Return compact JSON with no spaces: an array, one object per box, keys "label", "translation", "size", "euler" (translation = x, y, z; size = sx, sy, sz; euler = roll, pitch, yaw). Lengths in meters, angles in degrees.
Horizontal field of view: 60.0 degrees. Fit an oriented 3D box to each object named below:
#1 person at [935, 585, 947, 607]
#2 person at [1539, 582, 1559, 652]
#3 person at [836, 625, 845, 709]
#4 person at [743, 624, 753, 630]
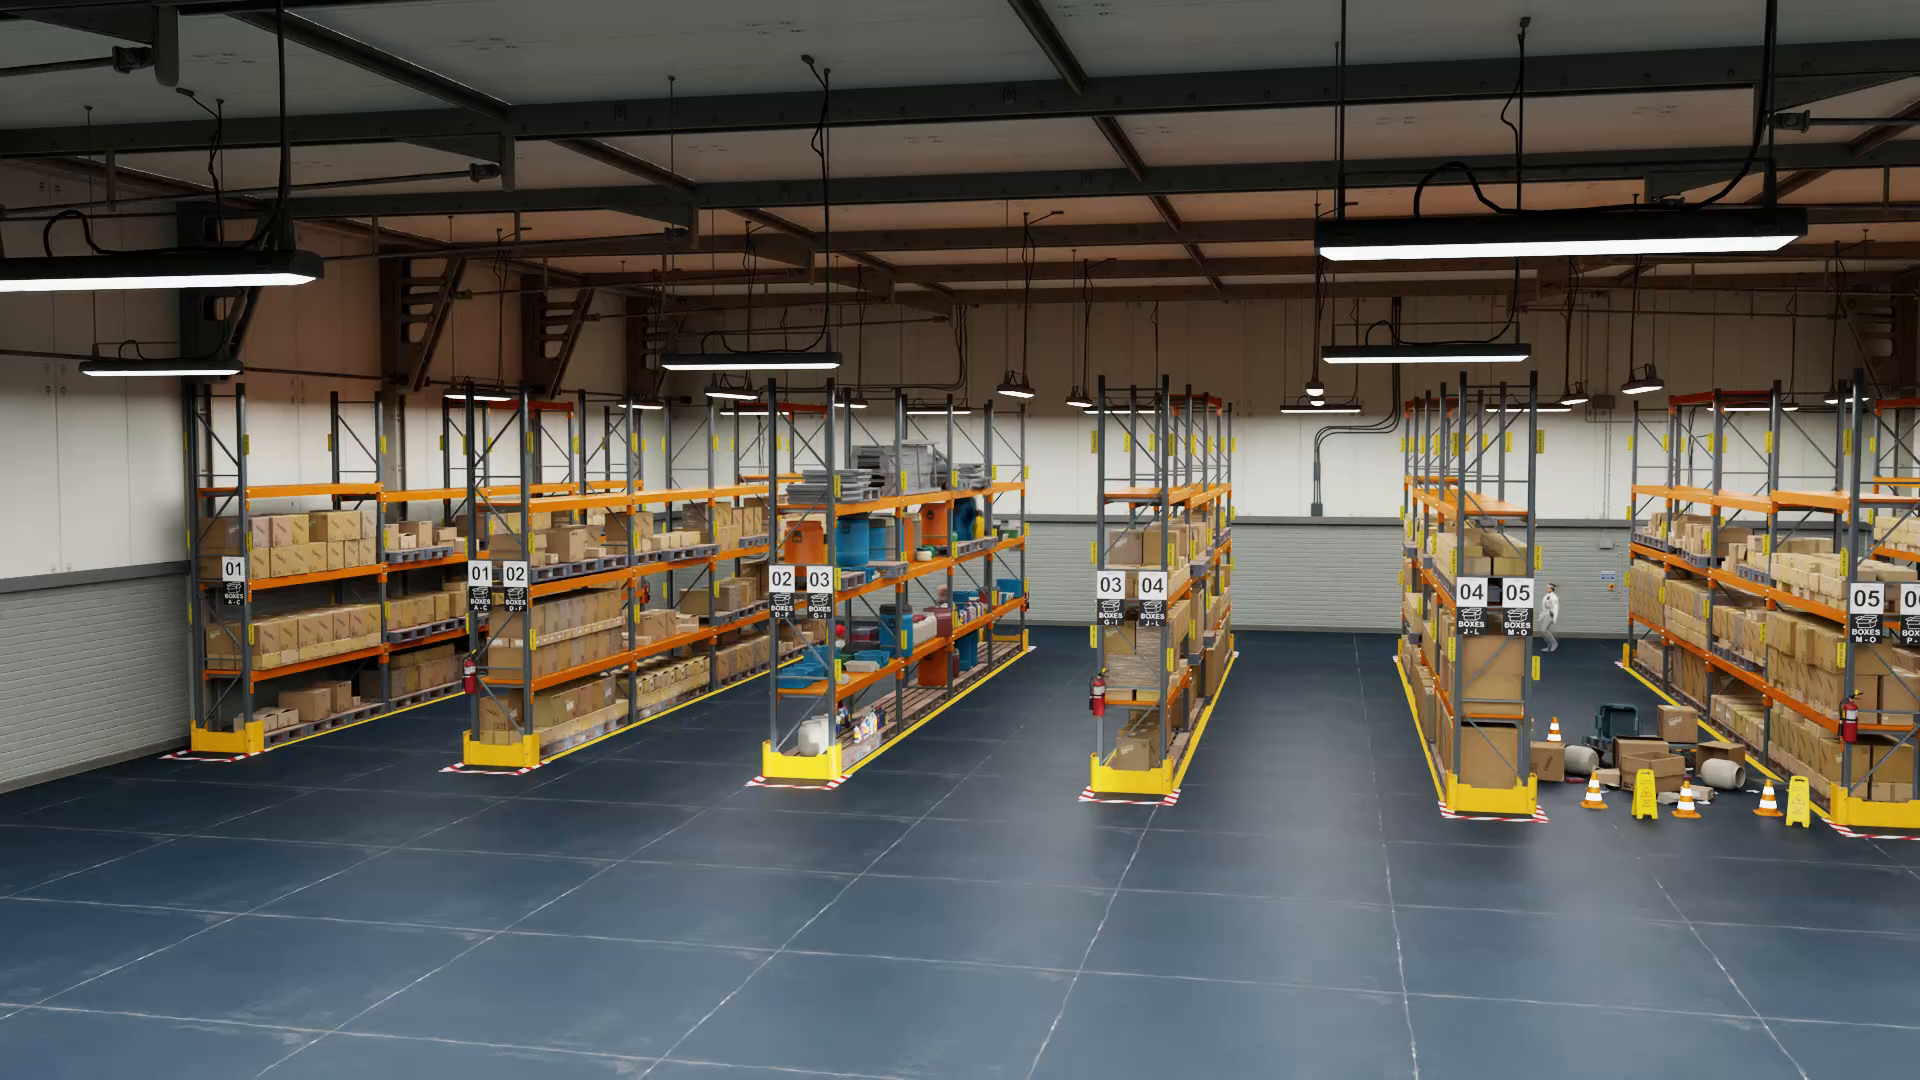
[{"label":"person","translation":[-0.499,1.932,38.493],"size":[0.558,1.798,0.694],"euler":[-1,3,-10]},{"label":"person","translation":[14.183,1.852,40.092],"size":[0.431,1.683,0.481],"euler":[0,3,-3]},{"label":"person","translation":[-2.163,2.392,30.180],"size":[0.628,1.766,0.634],"euler":[-1,3,-21]},{"label":"person","translation":[-5.306,1.727,41.826],"size":[0.416,1.755,0.595],"euler":[0,3,8]}]
